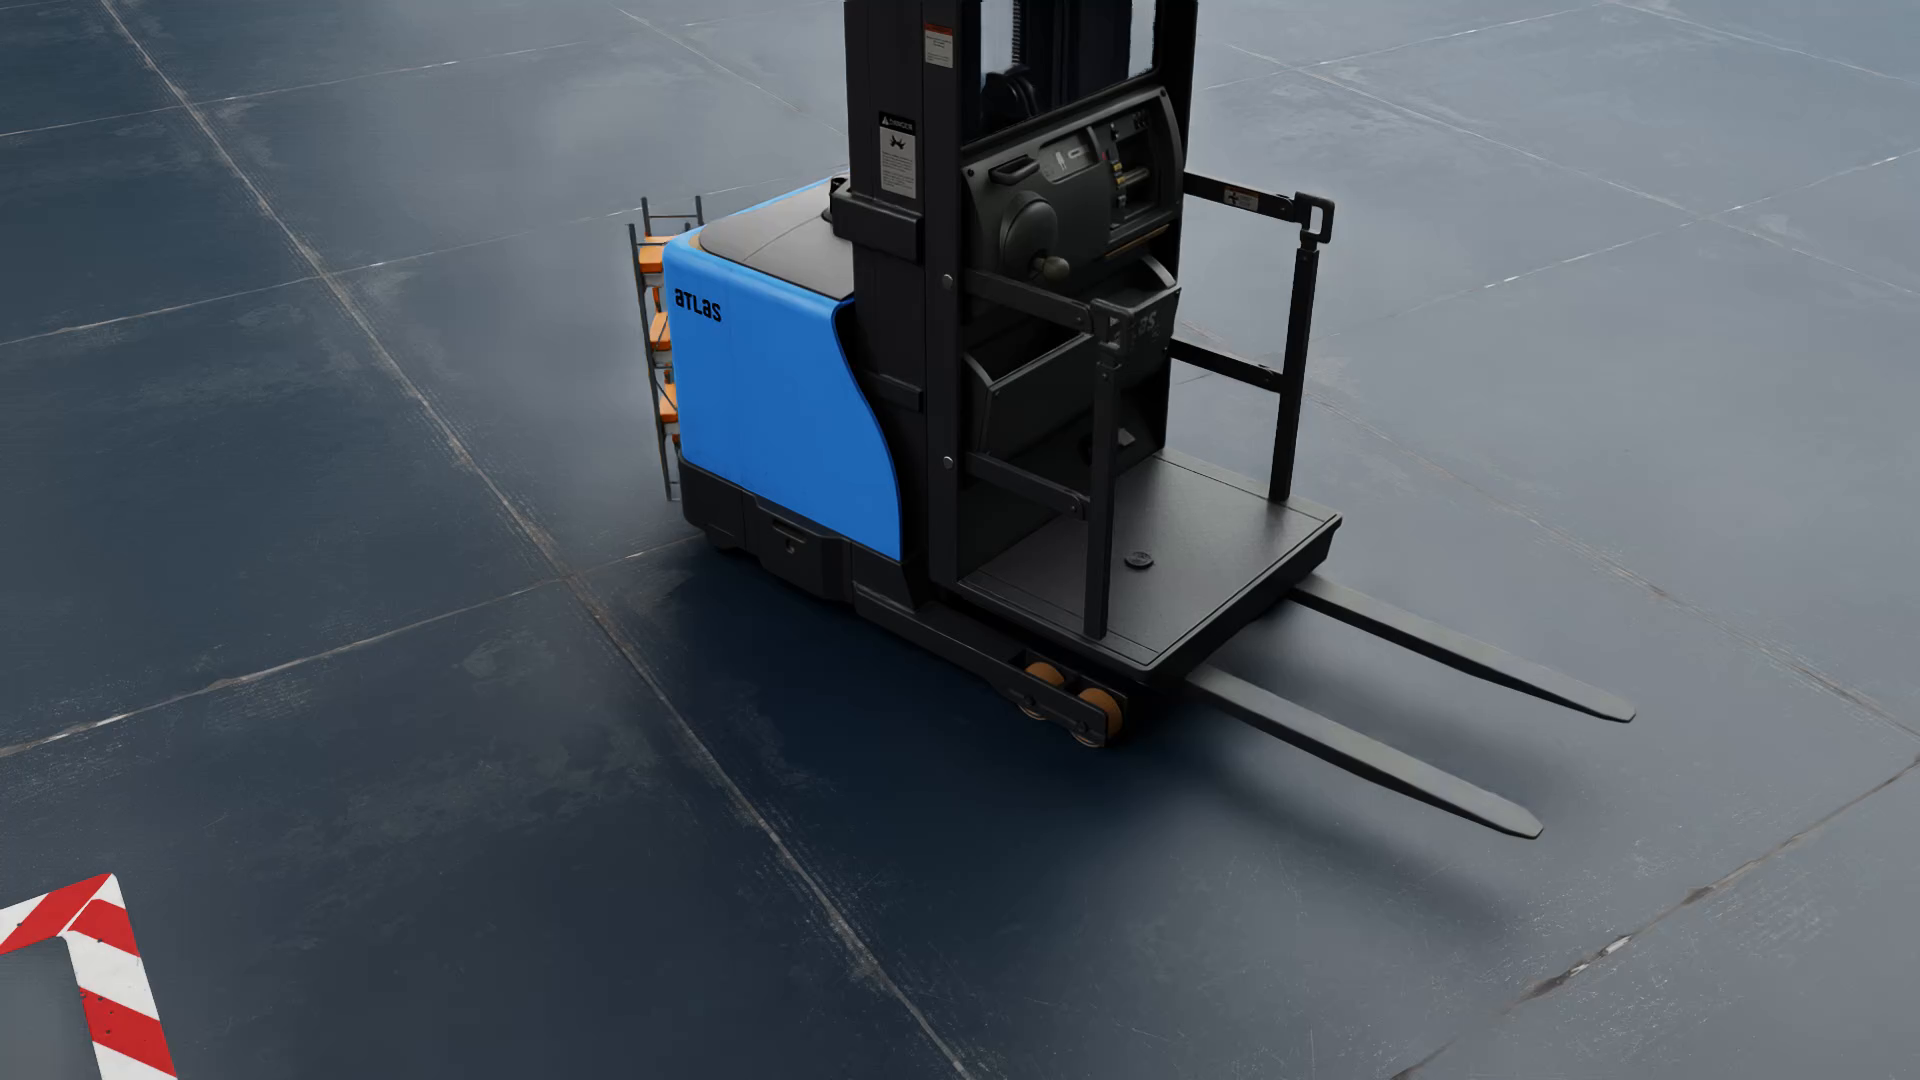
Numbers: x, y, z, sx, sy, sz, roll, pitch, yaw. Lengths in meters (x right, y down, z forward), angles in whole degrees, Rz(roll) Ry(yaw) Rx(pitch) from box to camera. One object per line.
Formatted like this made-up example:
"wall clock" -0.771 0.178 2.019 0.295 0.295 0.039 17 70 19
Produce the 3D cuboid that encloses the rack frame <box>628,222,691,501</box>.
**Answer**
"rack frame" -0.965 -0.587 5.691 0.200 1.050 0.008 -1 32 1

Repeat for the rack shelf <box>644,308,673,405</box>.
"rack shelf" -0.964 -0.643 5.800 0.215 0.259 0.240 -1 32 1

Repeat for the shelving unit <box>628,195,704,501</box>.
"shelving unit" -0.965 -0.652 5.795 0.215 1.050 0.252 -1 32 1

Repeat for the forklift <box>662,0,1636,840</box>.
"forklift" 0.494 -0.962 4.528 3.031 2.935 1.130 24 40 33

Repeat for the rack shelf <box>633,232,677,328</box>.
"rack shelf" -0.972 -0.883 5.649 0.215 0.259 0.240 -1 32 1

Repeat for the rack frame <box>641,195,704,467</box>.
"rack frame" -0.964 -0.717 5.898 0.200 1.050 0.008 -1 32 1

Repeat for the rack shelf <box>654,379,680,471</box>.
"rack shelf" -0.957 -0.408 5.948 0.215 0.259 0.240 -1 32 1
